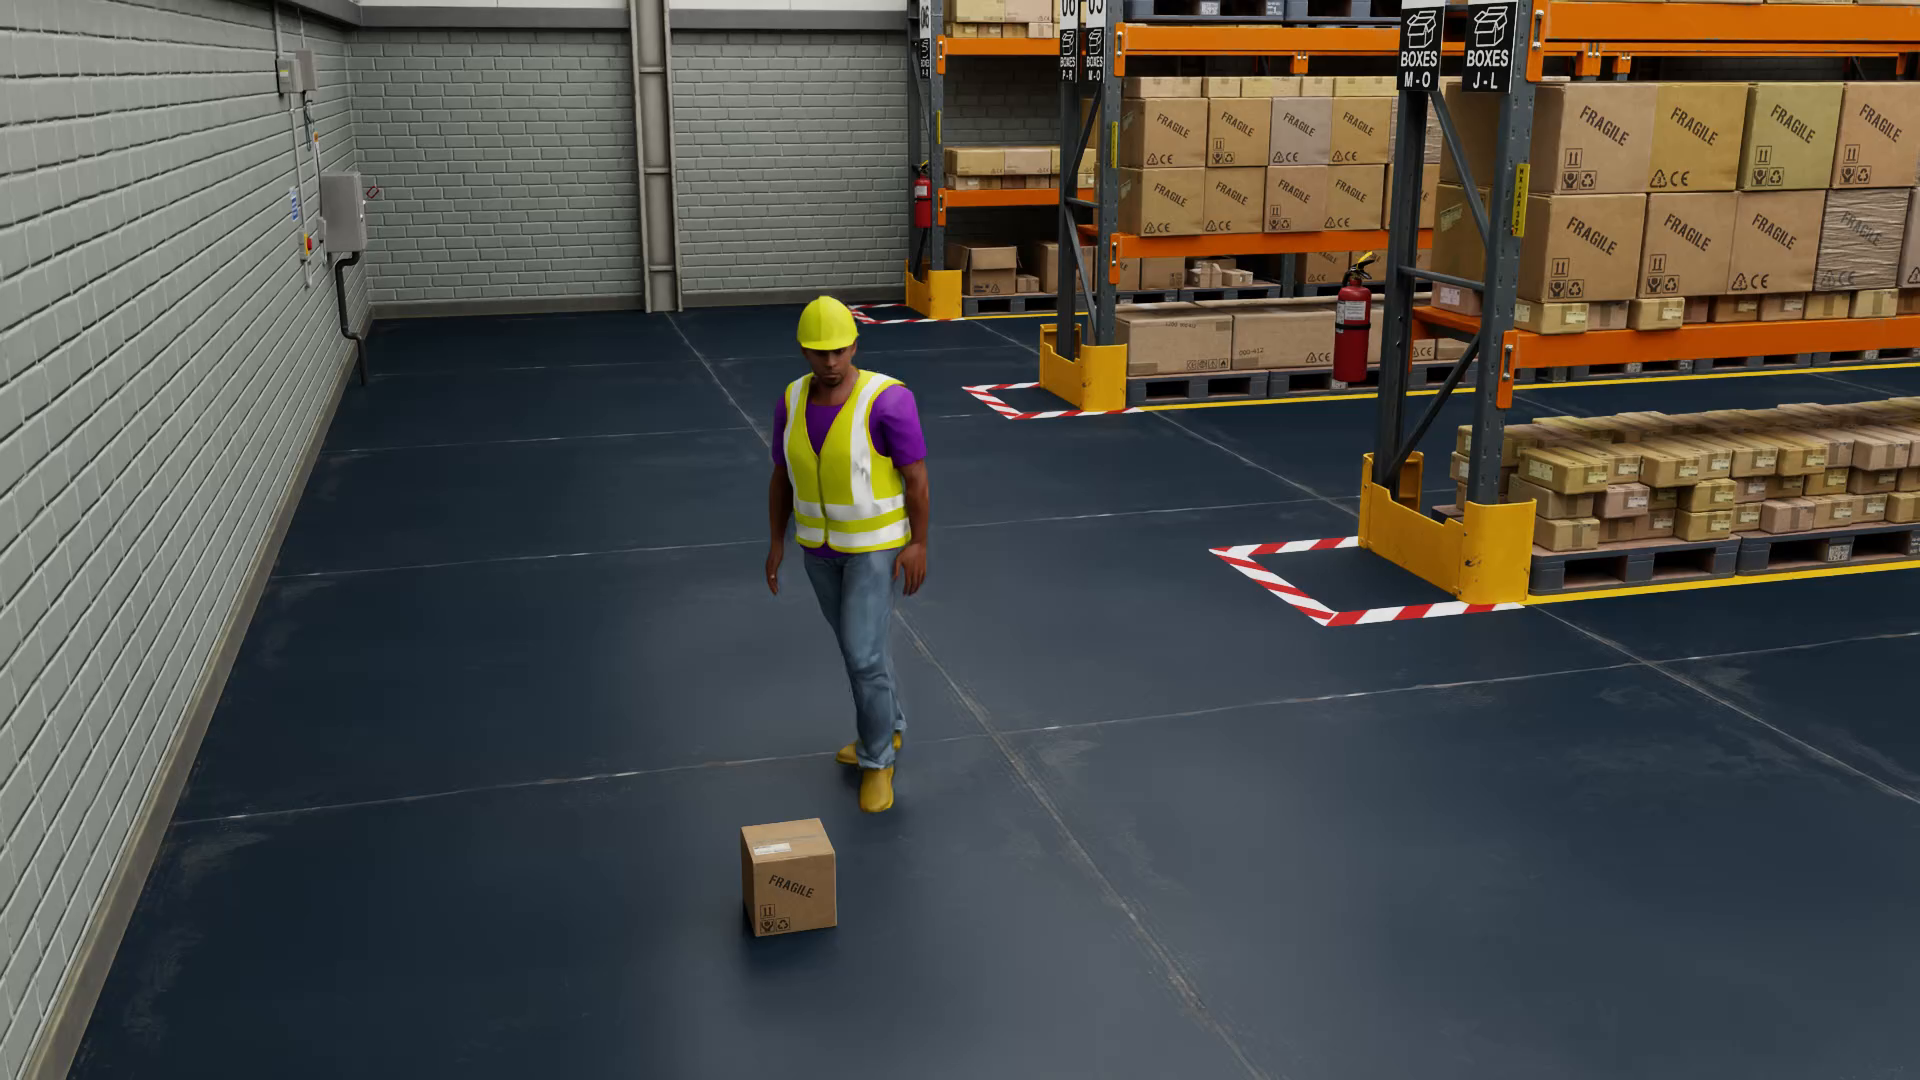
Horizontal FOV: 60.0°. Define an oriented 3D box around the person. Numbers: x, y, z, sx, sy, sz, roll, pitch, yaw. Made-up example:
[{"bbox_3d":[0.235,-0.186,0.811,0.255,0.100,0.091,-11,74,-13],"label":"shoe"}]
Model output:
[{"bbox_3d":[-0.374,0.029,5.911,0.595,1.805,0.537,10,19,32],"label":"person"}]
